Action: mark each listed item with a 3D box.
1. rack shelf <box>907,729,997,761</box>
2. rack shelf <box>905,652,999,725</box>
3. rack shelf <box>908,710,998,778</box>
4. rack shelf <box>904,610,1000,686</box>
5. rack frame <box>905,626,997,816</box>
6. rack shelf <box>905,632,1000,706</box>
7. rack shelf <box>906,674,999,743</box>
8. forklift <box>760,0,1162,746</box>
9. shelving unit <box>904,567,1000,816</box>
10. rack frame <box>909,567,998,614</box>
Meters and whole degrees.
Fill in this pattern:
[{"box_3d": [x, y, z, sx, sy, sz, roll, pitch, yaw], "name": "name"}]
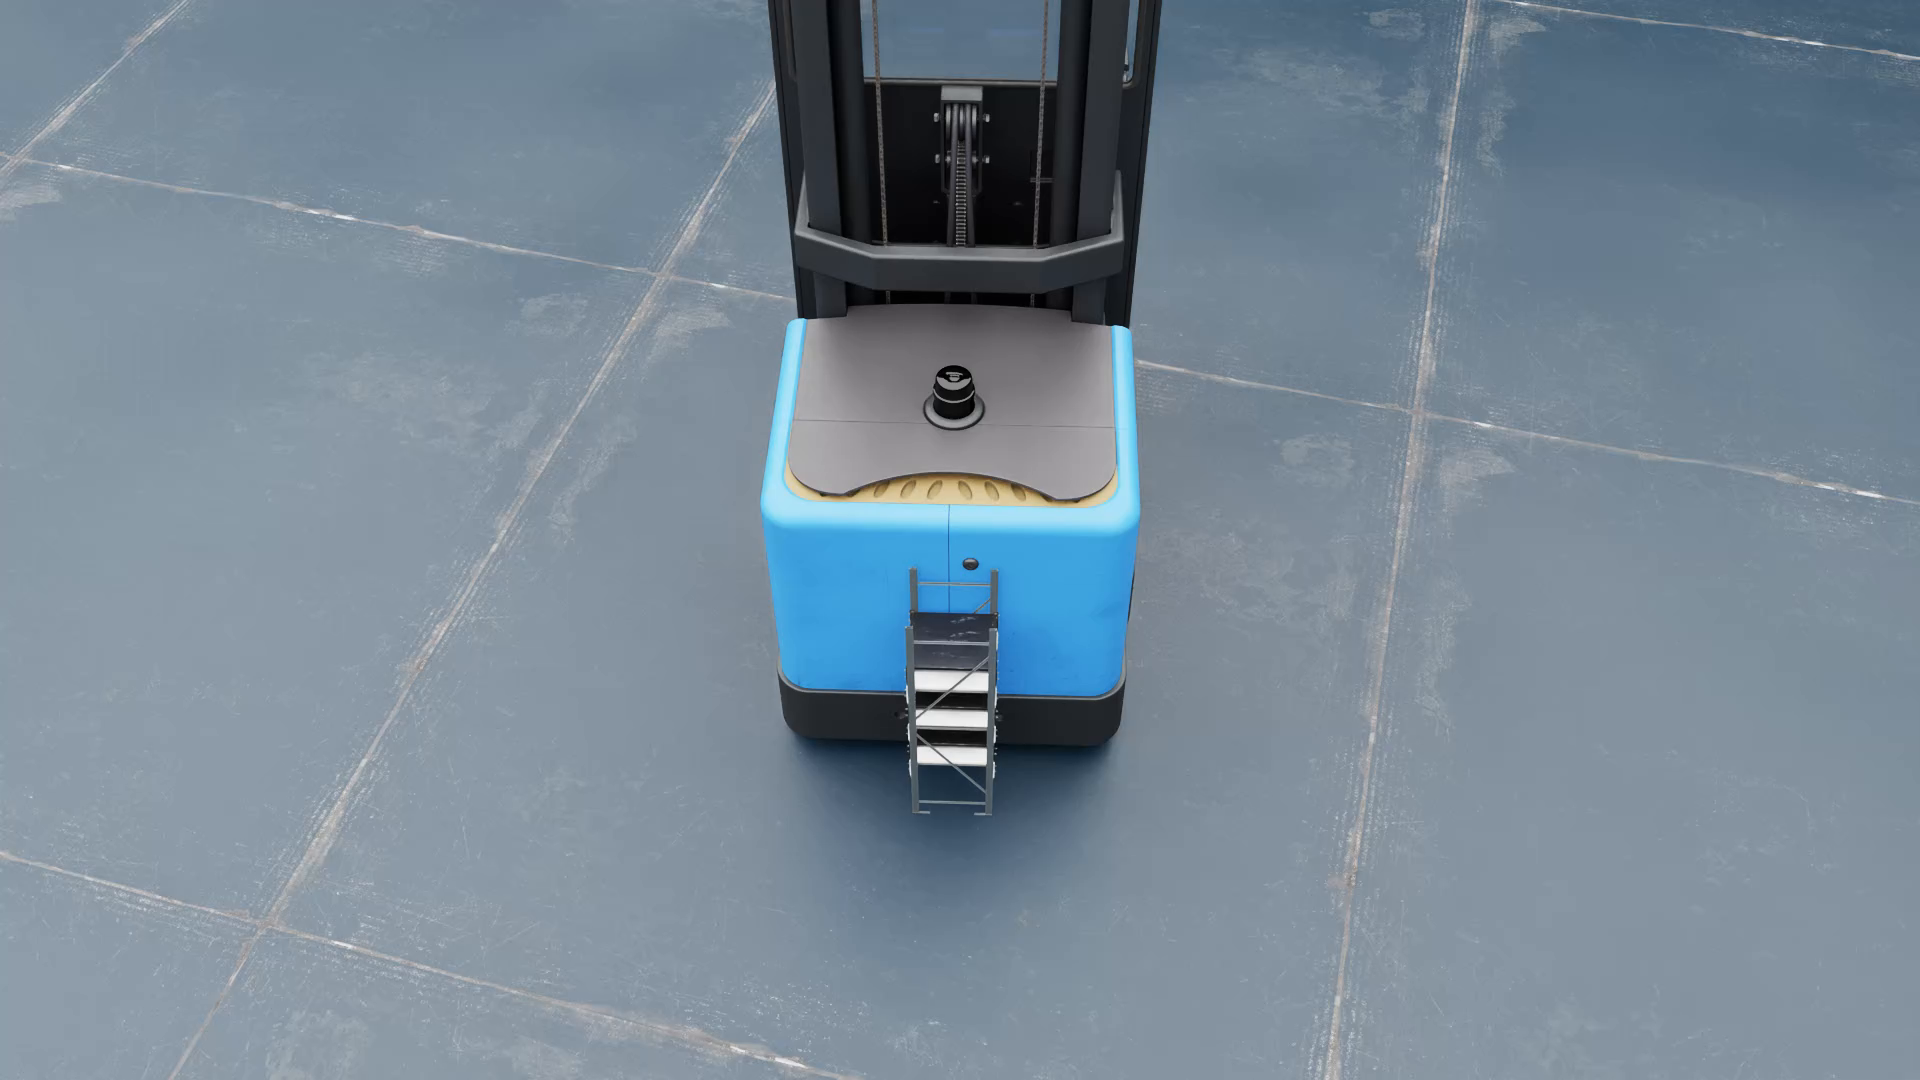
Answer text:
[{"box_3d": [-0.020, 0.534, 4.843, 0.258, 0.077, 0.200, 1, 49, 1], "name": "rack shelf"}, {"box_3d": [-0.020, 0.415, 4.708, 0.258, 0.077, 0.200, 1, 49, 1], "name": "rack shelf"}, {"box_3d": [-0.020, 0.594, 4.910, 0.258, 0.077, 0.200, 1, 49, 1], "name": "rack shelf"}, {"box_3d": [-0.020, 0.296, 4.573, 0.258, 0.077, 0.200, 1, 49, 1], "name": "rack shelf"}, {"box_3d": [-0.023, 0.529, 4.683, 0.240, 0.900, 0.006, 1, 49, 1], "name": "rack frame"}, {"box_3d": [-0.020, 0.355, 4.640, 0.258, 0.077, 0.200, 1, 49, 1], "name": "rack shelf"}, {"box_3d": [-0.020, 0.475, 4.775, 0.258, 0.077, 0.200, 1, 49, 1], "name": "rack shelf"}, {"box_3d": [0.021, -1.436, 5.063, 1.130, 2.935, 3.031, 1, 49, 1], "name": "forklift"}, {"box_3d": [-0.020, 0.453, 4.750, 0.258, 0.900, 0.210, 1, 49, 1], "name": "shelving unit"}, {"box_3d": [-0.017, 0.376, 4.818, 0.240, 0.900, 0.006, 1, 49, 1], "name": "rack frame"}]
